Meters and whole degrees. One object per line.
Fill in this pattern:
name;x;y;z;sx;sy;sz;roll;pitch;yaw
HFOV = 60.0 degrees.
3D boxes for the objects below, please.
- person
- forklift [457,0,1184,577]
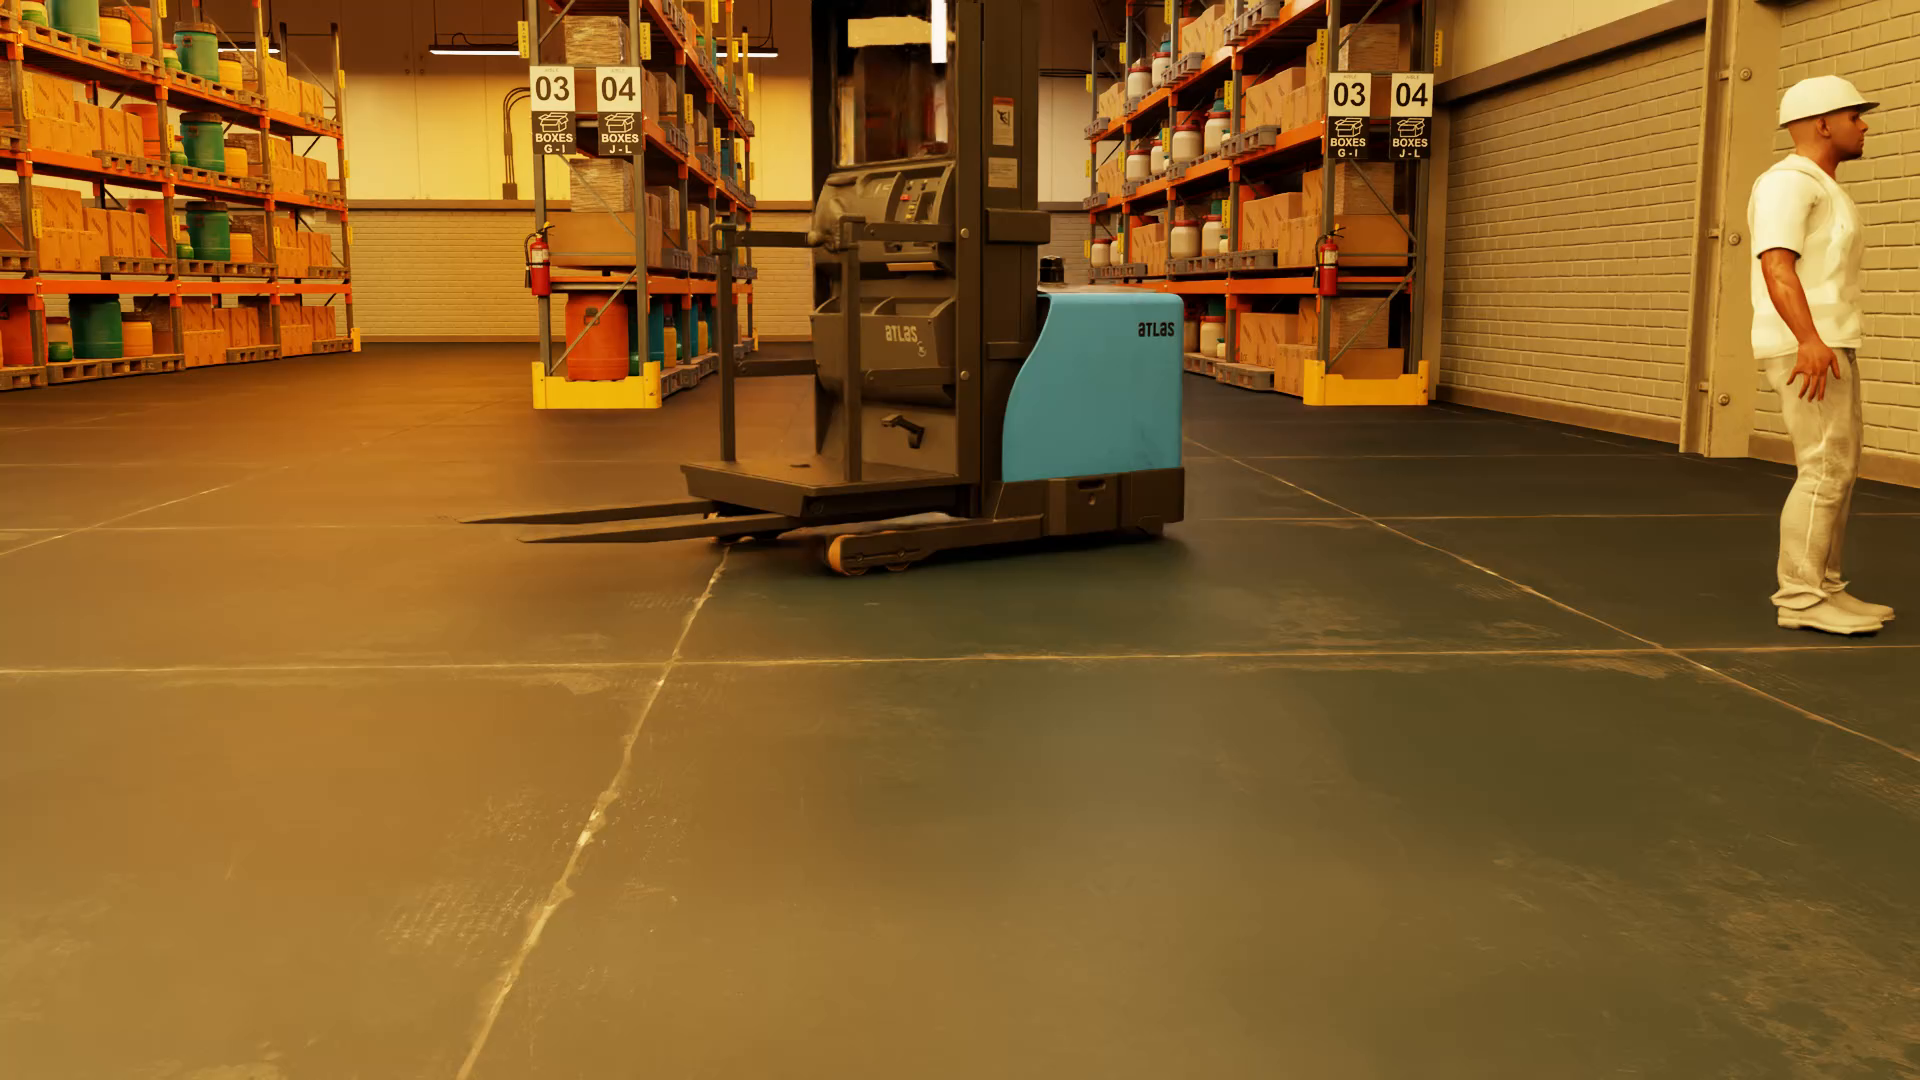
person;2.822;-0.606;5.416;0.492;1.778;0.661;6;10;34
forklift;-0.490;-1.396;6.734;3.031;2.935;1.130;-6;10;-36
